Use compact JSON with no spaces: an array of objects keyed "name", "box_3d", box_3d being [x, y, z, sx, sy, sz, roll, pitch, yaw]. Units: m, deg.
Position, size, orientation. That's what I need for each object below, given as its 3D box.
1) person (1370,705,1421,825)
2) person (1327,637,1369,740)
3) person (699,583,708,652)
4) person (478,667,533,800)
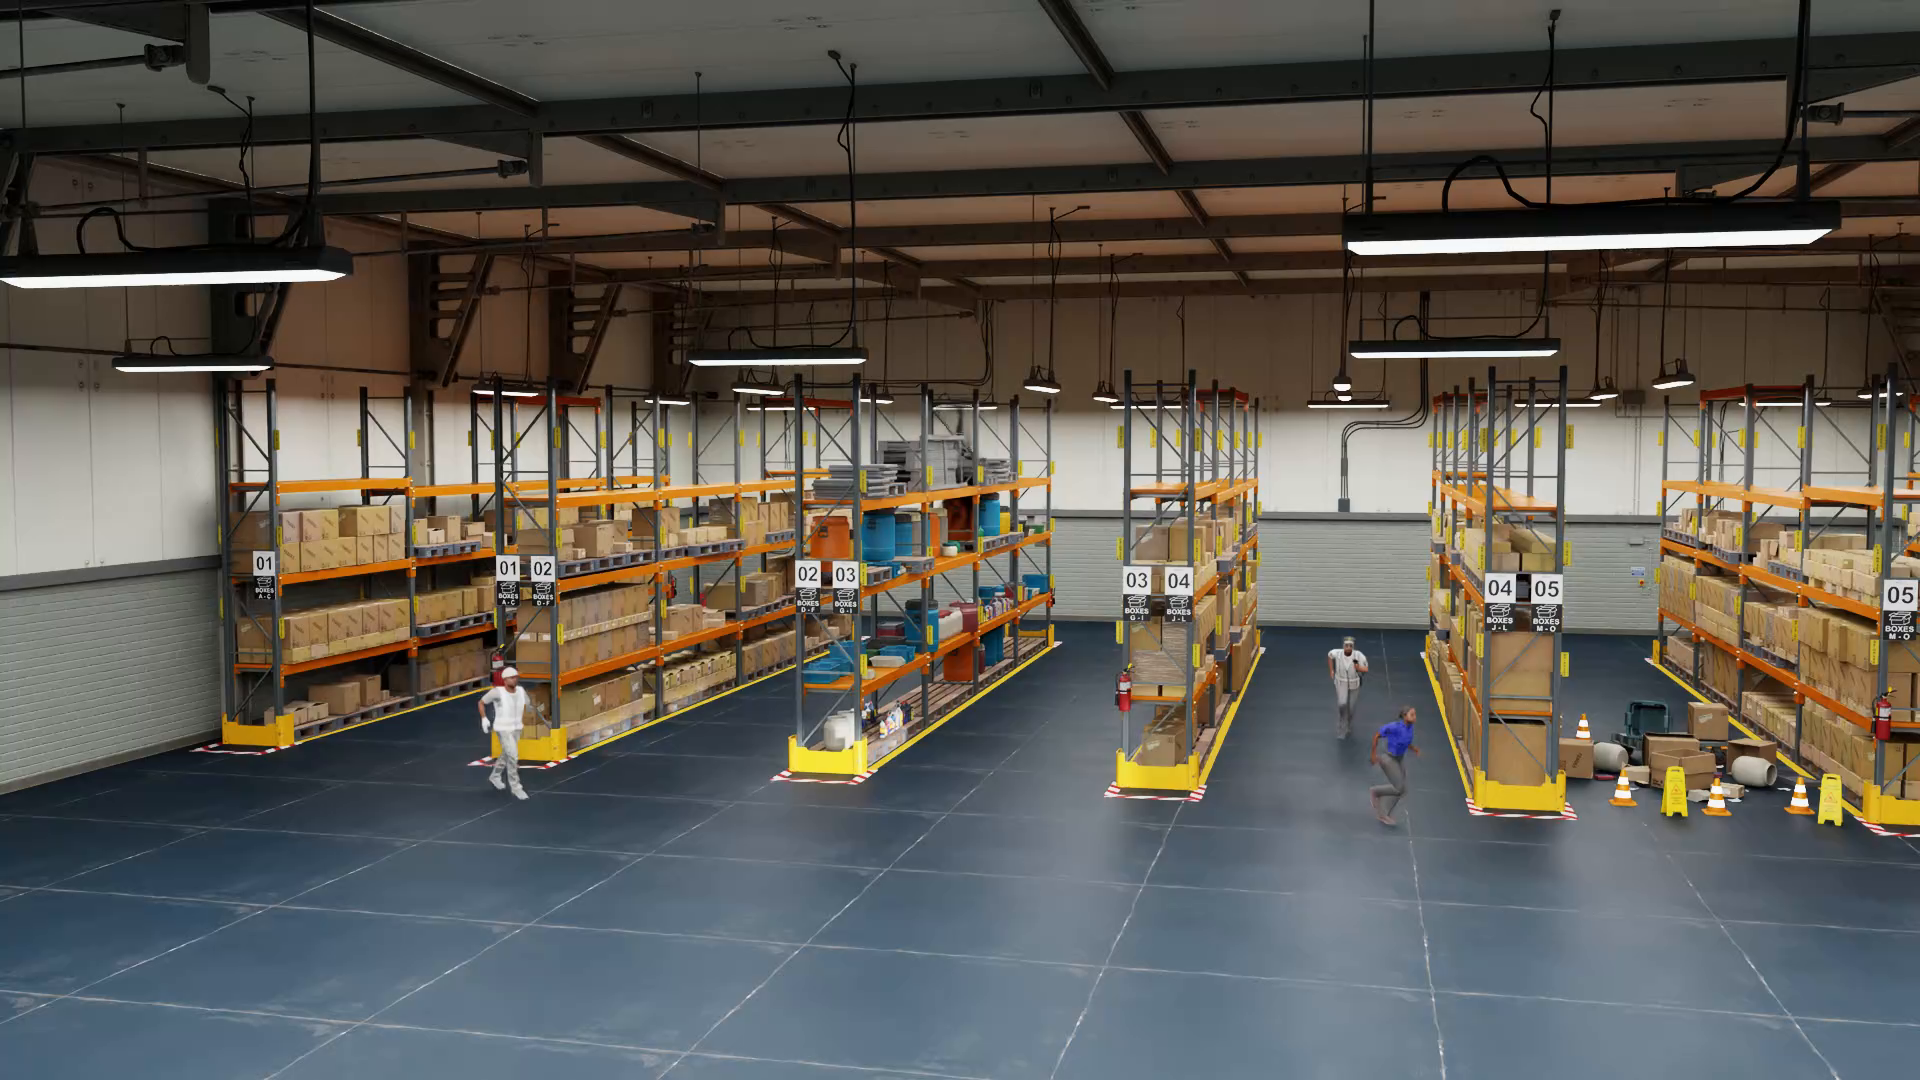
[{"name":"person","box_3d":[5.689,2.927,21.698,0.686,1.584,0.562,3,5,44]},{"name":"person","box_3d":[6.510,2.469,27.940,0.647,1.759,0.947,0,3,6]},{"name":"person","box_3d":[-5.851,1.848,38.604,0.645,1.717,0.874,0,3,8]},{"name":"person","box_3d":[-6.351,2.691,23.355,0.899,1.828,0.668,2,4,33]}]
